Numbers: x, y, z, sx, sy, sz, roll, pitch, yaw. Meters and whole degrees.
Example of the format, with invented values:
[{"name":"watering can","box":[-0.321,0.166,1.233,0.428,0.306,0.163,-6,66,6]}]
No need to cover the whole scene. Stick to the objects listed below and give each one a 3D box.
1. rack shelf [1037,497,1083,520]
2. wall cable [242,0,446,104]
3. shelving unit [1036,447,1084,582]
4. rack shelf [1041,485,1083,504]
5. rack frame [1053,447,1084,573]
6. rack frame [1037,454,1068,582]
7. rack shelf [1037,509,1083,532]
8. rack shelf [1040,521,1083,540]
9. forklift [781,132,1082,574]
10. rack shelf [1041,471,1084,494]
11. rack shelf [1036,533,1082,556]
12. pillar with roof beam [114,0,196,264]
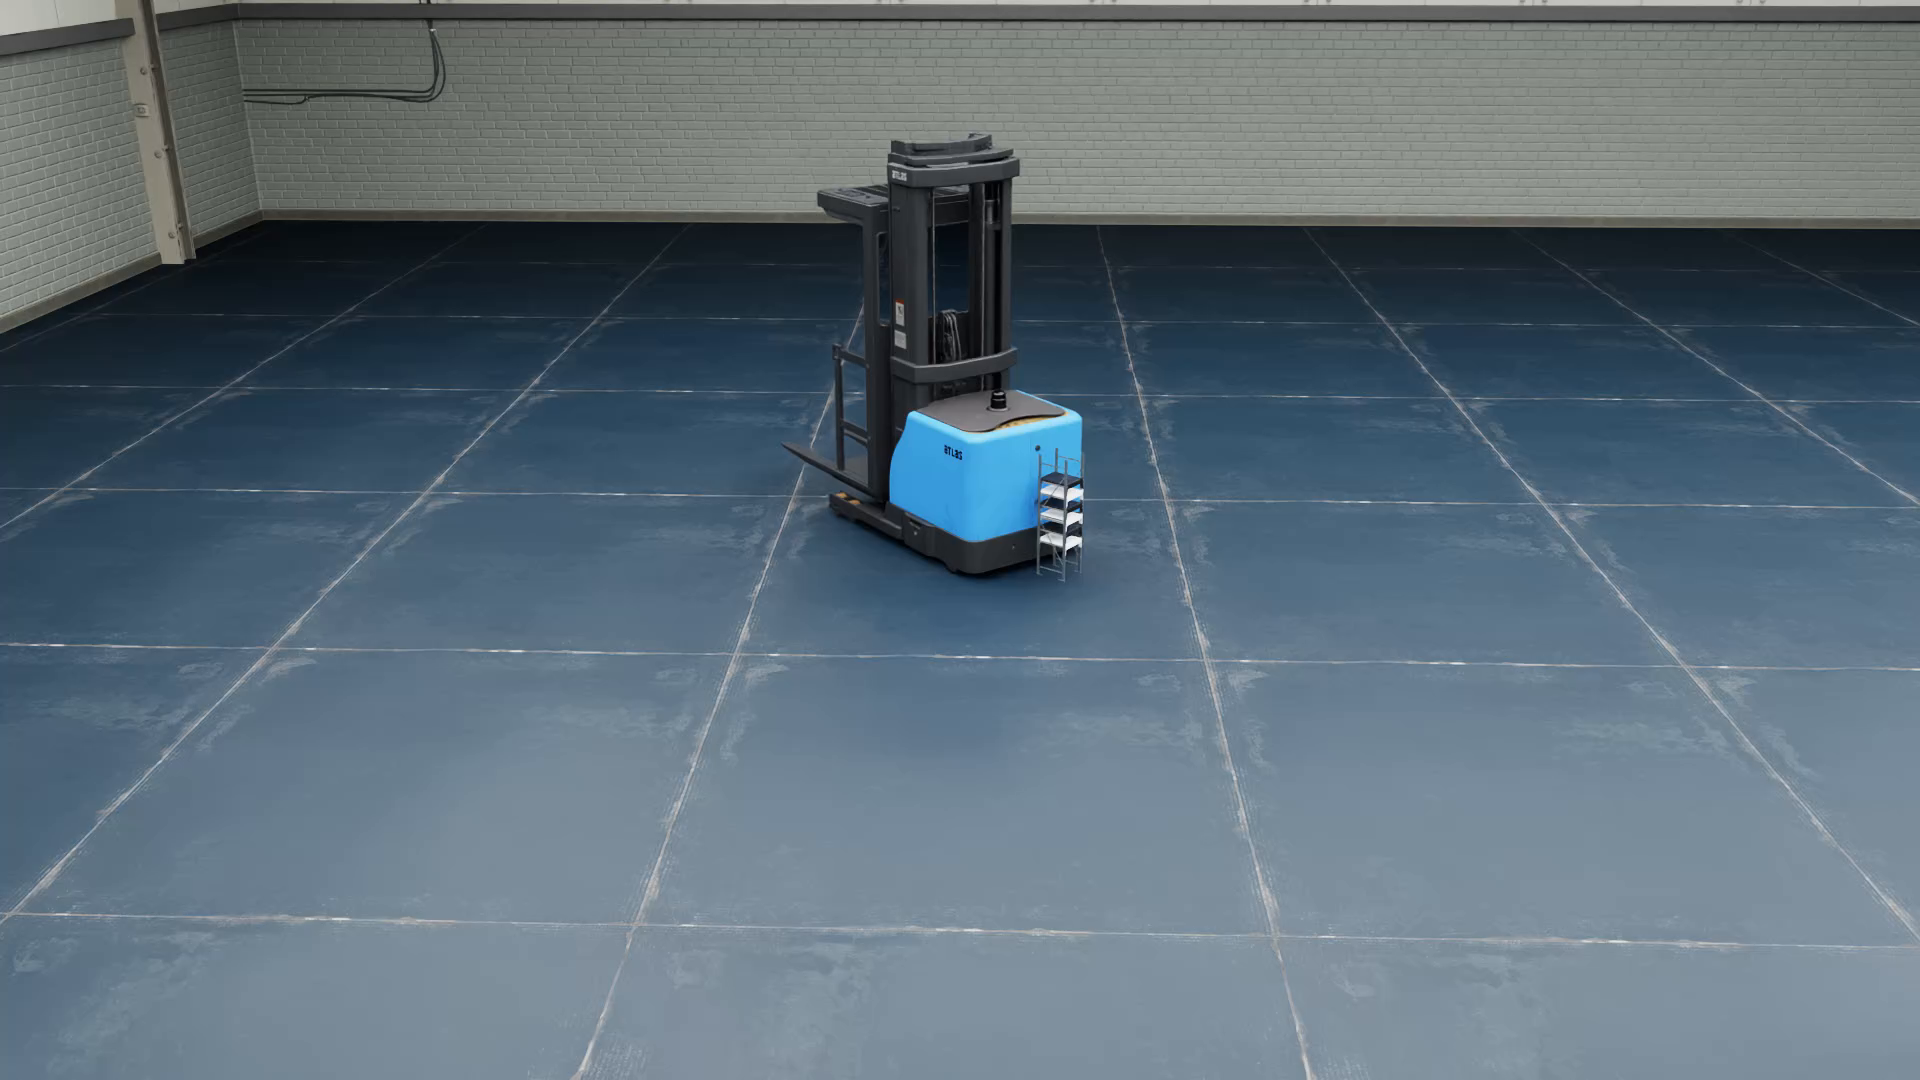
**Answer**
[{"name":"rack shelf","box":[0.707,-0.233,11.730,0.258,0.077,0.200,16,26,35]},{"name":"wall cable","box":[-8.975,-7.508,23.732,3.097,2.526,0.112,1,21,2]},{"name":"shelving unit","box":[0.707,-0.181,11.750,0.258,0.900,0.210,16,26,35]},{"name":"rack shelf","box":[0.707,-0.317,11.697,0.258,0.077,0.200,16,26,35]},{"name":"rack frame","box":[0.769,-0.210,11.825,0.240,0.900,0.006,16,26,35]},{"name":"rack frame","box":[0.645,-0.151,11.675,0.240,0.900,0.006,16,26,35]},{"name":"rack shelf","box":[0.707,-0.150,11.762,0.258,0.077,0.200,16,26,35]},{"name":"rack shelf","box":[0.707,-0.066,11.795,0.258,0.077,0.200,16,26,35]},{"name":"forklift","box":[-0.369,-1.603,12.609,1.130,2.935,3.031,-14,25,-33]},{"name":"rack shelf","box":[0.707,-0.401,11.665,0.258,0.077,0.200,16,26,35]},{"name":"rack shelf","box":[0.707,0.018,11.828,0.258,0.077,0.200,16,26,35]},{"name":"pillar with roof beam","box":[-6.084,-7.858,20.340,9.100,9.000,0.400,1,21,2]}]
